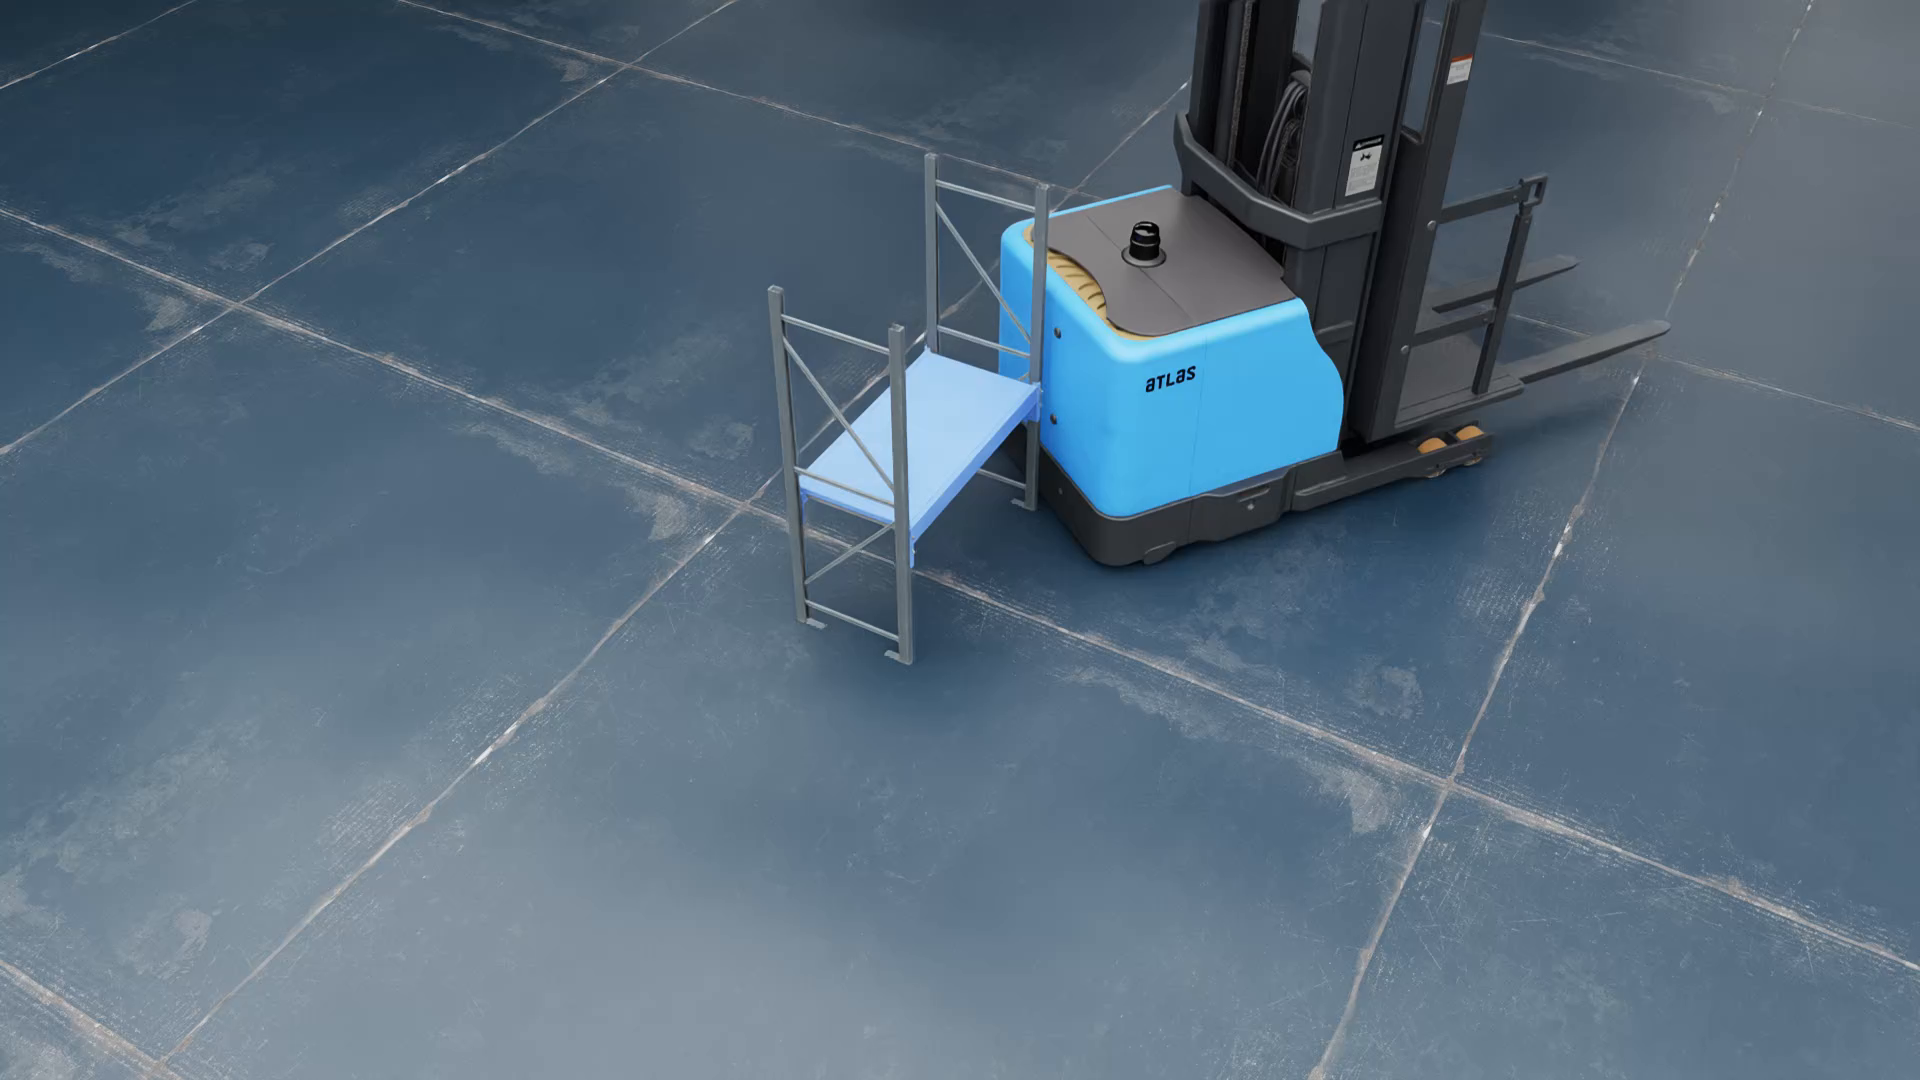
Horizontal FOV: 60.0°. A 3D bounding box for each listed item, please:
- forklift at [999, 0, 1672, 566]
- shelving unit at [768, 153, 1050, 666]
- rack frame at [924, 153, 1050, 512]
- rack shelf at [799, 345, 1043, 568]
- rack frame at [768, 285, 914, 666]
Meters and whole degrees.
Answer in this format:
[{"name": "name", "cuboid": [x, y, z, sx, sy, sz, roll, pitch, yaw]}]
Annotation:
[{"name": "forklift", "cuboid": [1.705, -1.663, 6.421, 3.031, 2.935, 1.130, -17, 44, -19]}, {"name": "shelving unit", "cuboid": [-0.153, -0.474, 6.153, 0.538, 1.500, 1.048, 20, 45, 21]}, {"name": "rack frame", "cuboid": [0.095, -0.767, 6.486, 0.500, 1.500, 0.032, 20, 45, 21]}, {"name": "rack shelf", "cuboid": [-0.153, -0.339, 6.272, 0.538, 0.185, 1.000, 20, 45, 21]}, {"name": "rack frame", "cuboid": [-0.400, -0.180, 5.820, 0.500, 1.500, 0.032, 20, 45, 21]}]
